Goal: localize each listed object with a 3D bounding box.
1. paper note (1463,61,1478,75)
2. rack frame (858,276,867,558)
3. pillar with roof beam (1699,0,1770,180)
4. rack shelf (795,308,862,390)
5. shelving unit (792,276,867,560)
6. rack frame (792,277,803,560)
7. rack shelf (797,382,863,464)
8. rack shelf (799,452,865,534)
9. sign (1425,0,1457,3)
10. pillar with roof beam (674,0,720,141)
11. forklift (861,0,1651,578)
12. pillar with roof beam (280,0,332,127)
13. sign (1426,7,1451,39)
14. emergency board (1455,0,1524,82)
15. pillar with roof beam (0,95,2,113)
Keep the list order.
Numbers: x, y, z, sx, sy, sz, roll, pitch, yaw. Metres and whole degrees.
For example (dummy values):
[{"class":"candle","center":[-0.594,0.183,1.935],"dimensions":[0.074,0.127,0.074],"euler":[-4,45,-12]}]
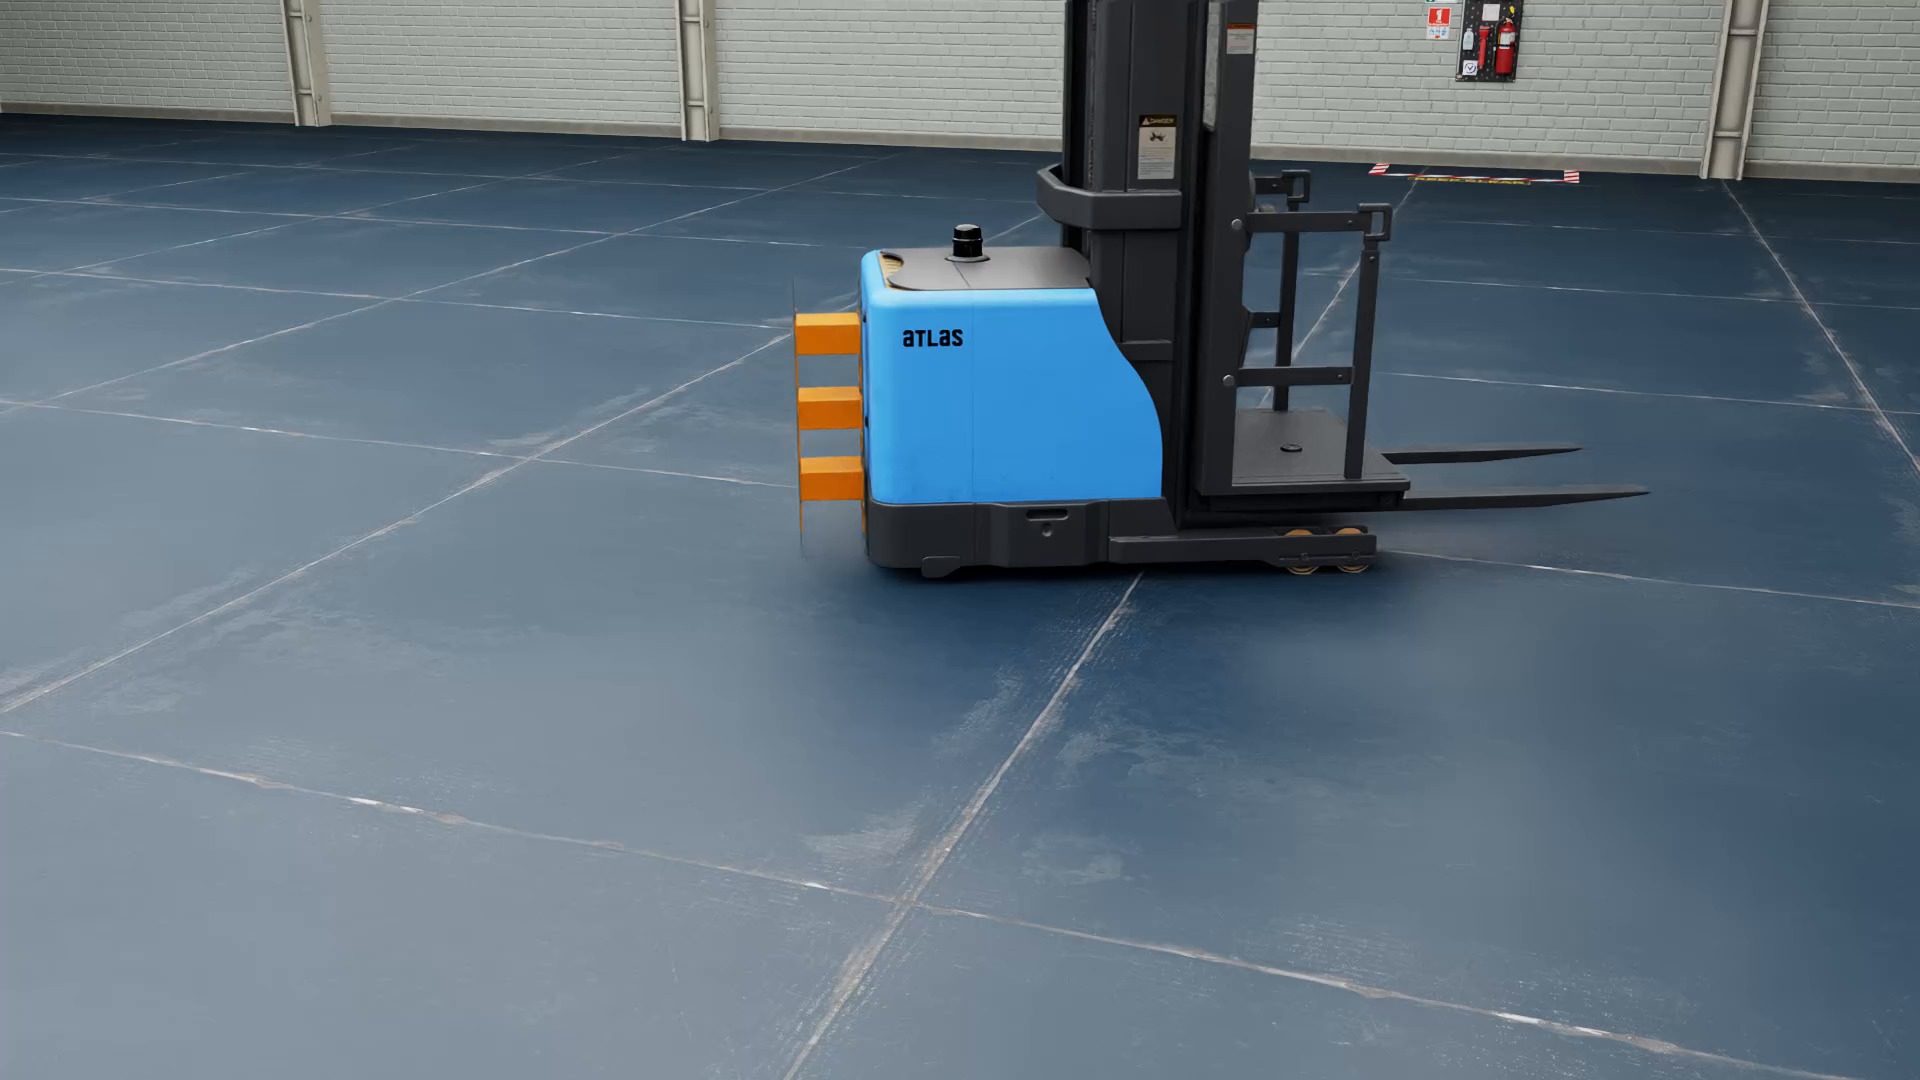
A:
[{"class":"paper note","center":[5.558,-5.145,18.118],"dimensions":[0.142,0.148,0.016],"euler":[7,20,18]},{"class":"rack frame","center":[-0.370,-0.459,6.297],"dimensions":[0.008,1.050,0.200],"euler":[-2,19,-5]},{"class":"pillar with roof beam","center":[6.612,-6.736,12.229],"dimensions":[0.400,9.000,9.100],"euler":[7,20,18]},{"class":"rack shelf","center":[-0.492,-0.713,6.197],"dimensions":[0.240,0.259,0.215],"euler":[-2,19,-5]},{"class":"shelving unit","center":[-0.492,-0.455,6.287],"dimensions":[0.252,1.050,0.215],"euler":[-2,19,-5]},{"class":"rack frame","center":[-0.613,-0.452,6.277],"dimensions":[0.008,1.050,0.200],"euler":[-2,19,-5]},{"class":"rack shelf","center":[-0.492,-0.445,6.291],"dimensions":[0.240,0.259,0.215],"euler":[-2,19,-5]},{"class":"rack shelf","center":[-0.492,-0.183,6.382],"dimensions":[0.240,0.259,0.215],"euler":[-2,19,-5]},{"class":"sign","center":[5.216,-5.876,18.017],"dimensions":[0.331,0.109,0.001],"euler":[7,20,18]},{"class":"pillar with roof beam","center":[-4.724,-8.032,15.948],"dimensions":[0.400,9.000,9.100],"euler":[7,20,18]},{"class":"forklift","center":[1.140,-1.426,6.214],"dimensions":[3.031,2.935,1.130],"euler":[-2,19,-5]},{"class":"pillar with roof beam","center":[-10.391,-8.680,17.807],"dimensions":[0.400,9.000,9.100],"euler":[7,20,18]},{"class":"sign","center":[5.214,-5.629,18.114],"dimensions":[0.234,0.329,0.001],"euler":[7,20,18]},{"class":"emergency board","center":[5.703,-5.520,17.856],"dimensions":[0.643,1.169,0.194],"euler":[7,20,18]},{"class":"pillar with roof beam","center":[-16.059,-9.328,19.666],"dimensions":[0.400,9.000,9.100],"euler":[7,20,18]}]
